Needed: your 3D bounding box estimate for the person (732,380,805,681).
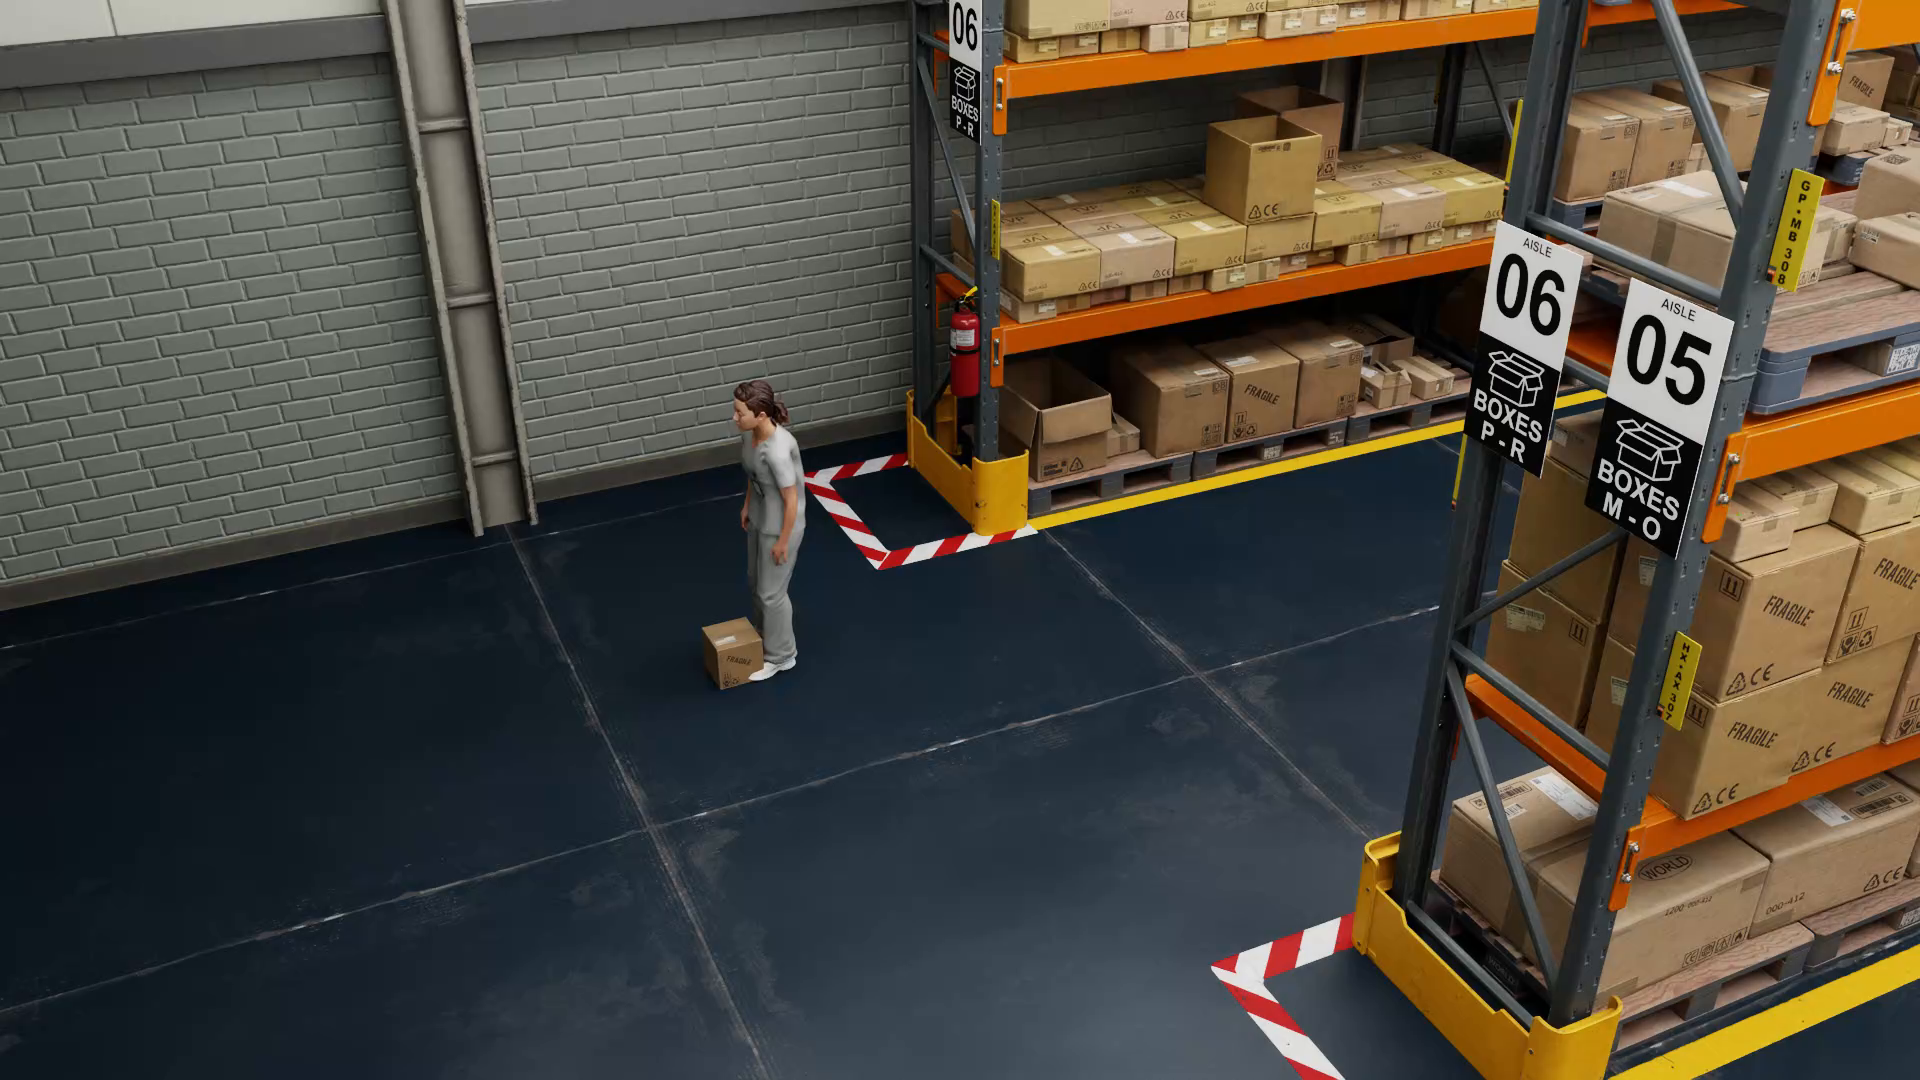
[{"bbox_3d":[-1.008,-0.065,8.565,0.407,1.670,0.511,-15,33,-24],"label":"person"}]
